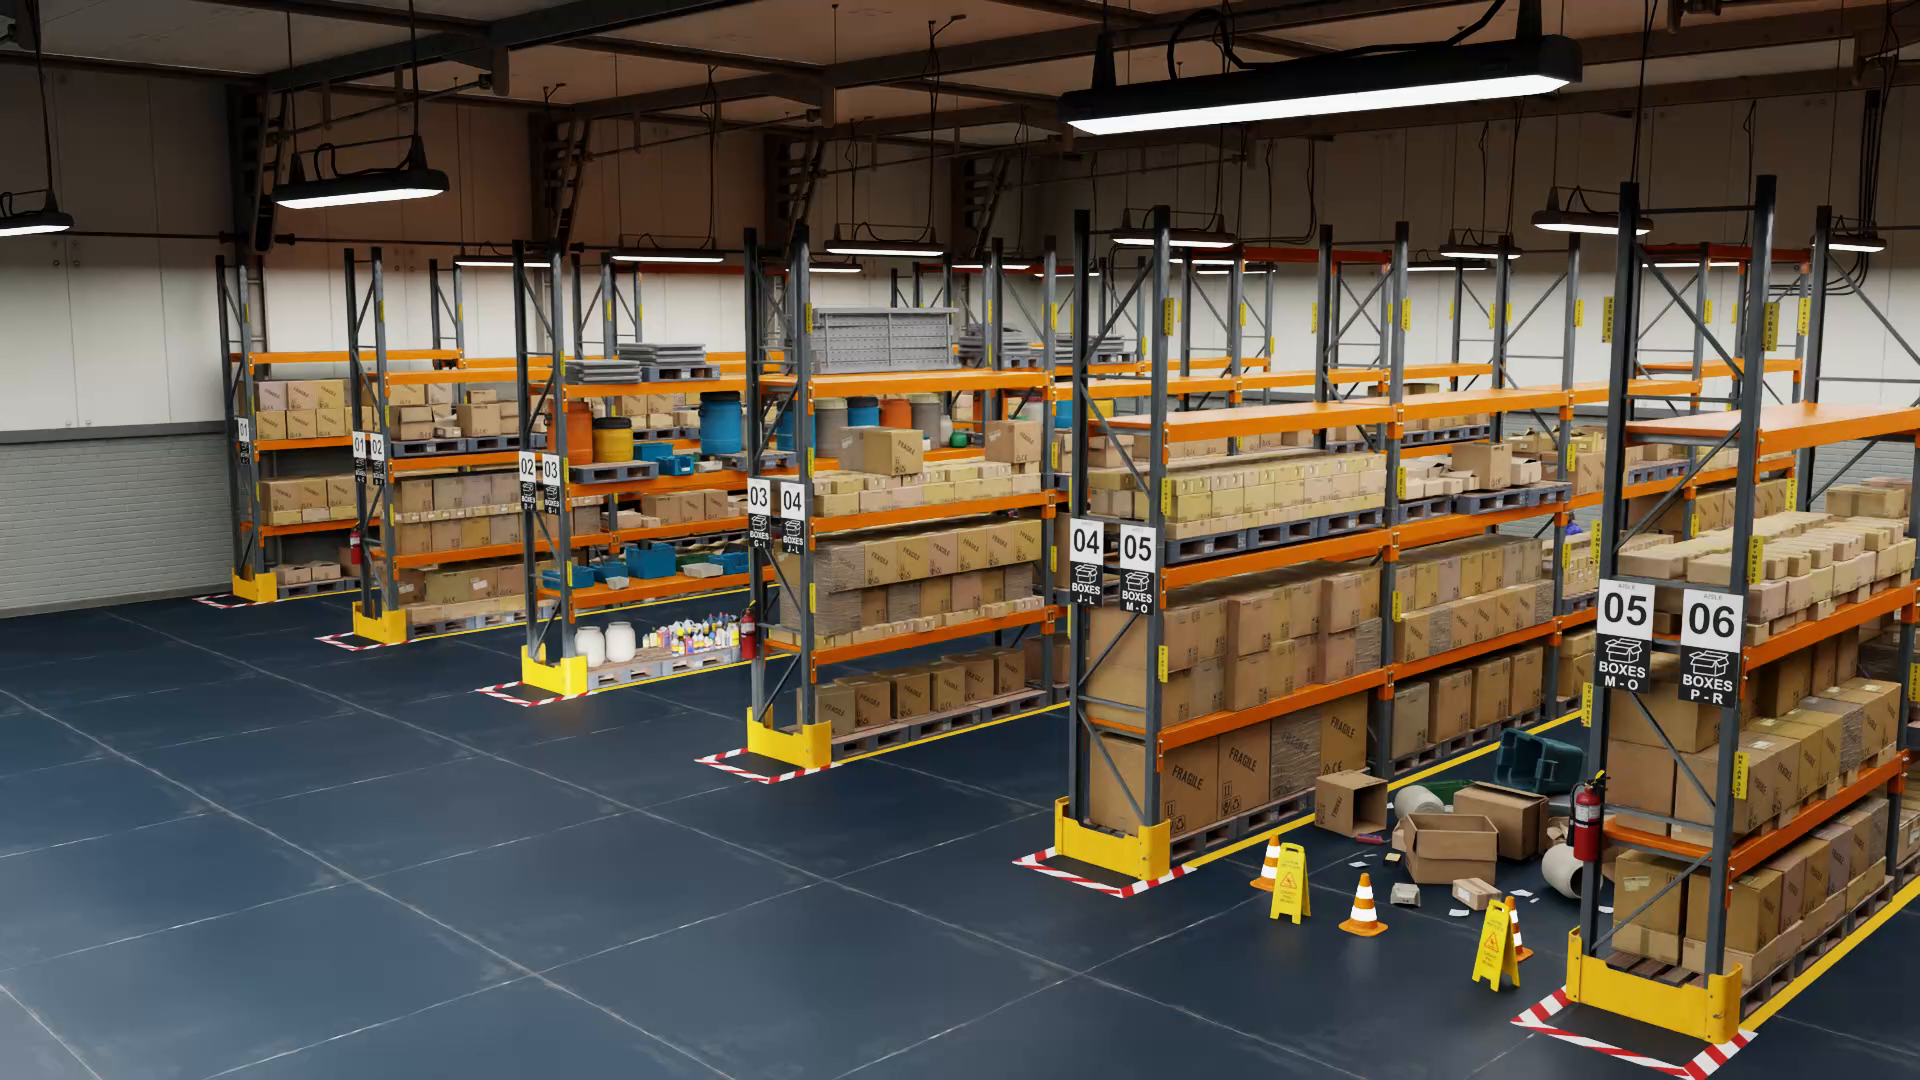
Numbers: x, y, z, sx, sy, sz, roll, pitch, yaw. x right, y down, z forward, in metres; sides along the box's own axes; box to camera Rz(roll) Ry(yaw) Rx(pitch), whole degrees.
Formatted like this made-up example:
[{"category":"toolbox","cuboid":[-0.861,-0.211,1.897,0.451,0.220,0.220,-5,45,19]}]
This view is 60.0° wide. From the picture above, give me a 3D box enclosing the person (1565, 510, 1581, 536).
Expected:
[{"category":"person","cuboid":[10.609,0.258,28.973,0.454,1.595,1.033,7,11,42]}]
